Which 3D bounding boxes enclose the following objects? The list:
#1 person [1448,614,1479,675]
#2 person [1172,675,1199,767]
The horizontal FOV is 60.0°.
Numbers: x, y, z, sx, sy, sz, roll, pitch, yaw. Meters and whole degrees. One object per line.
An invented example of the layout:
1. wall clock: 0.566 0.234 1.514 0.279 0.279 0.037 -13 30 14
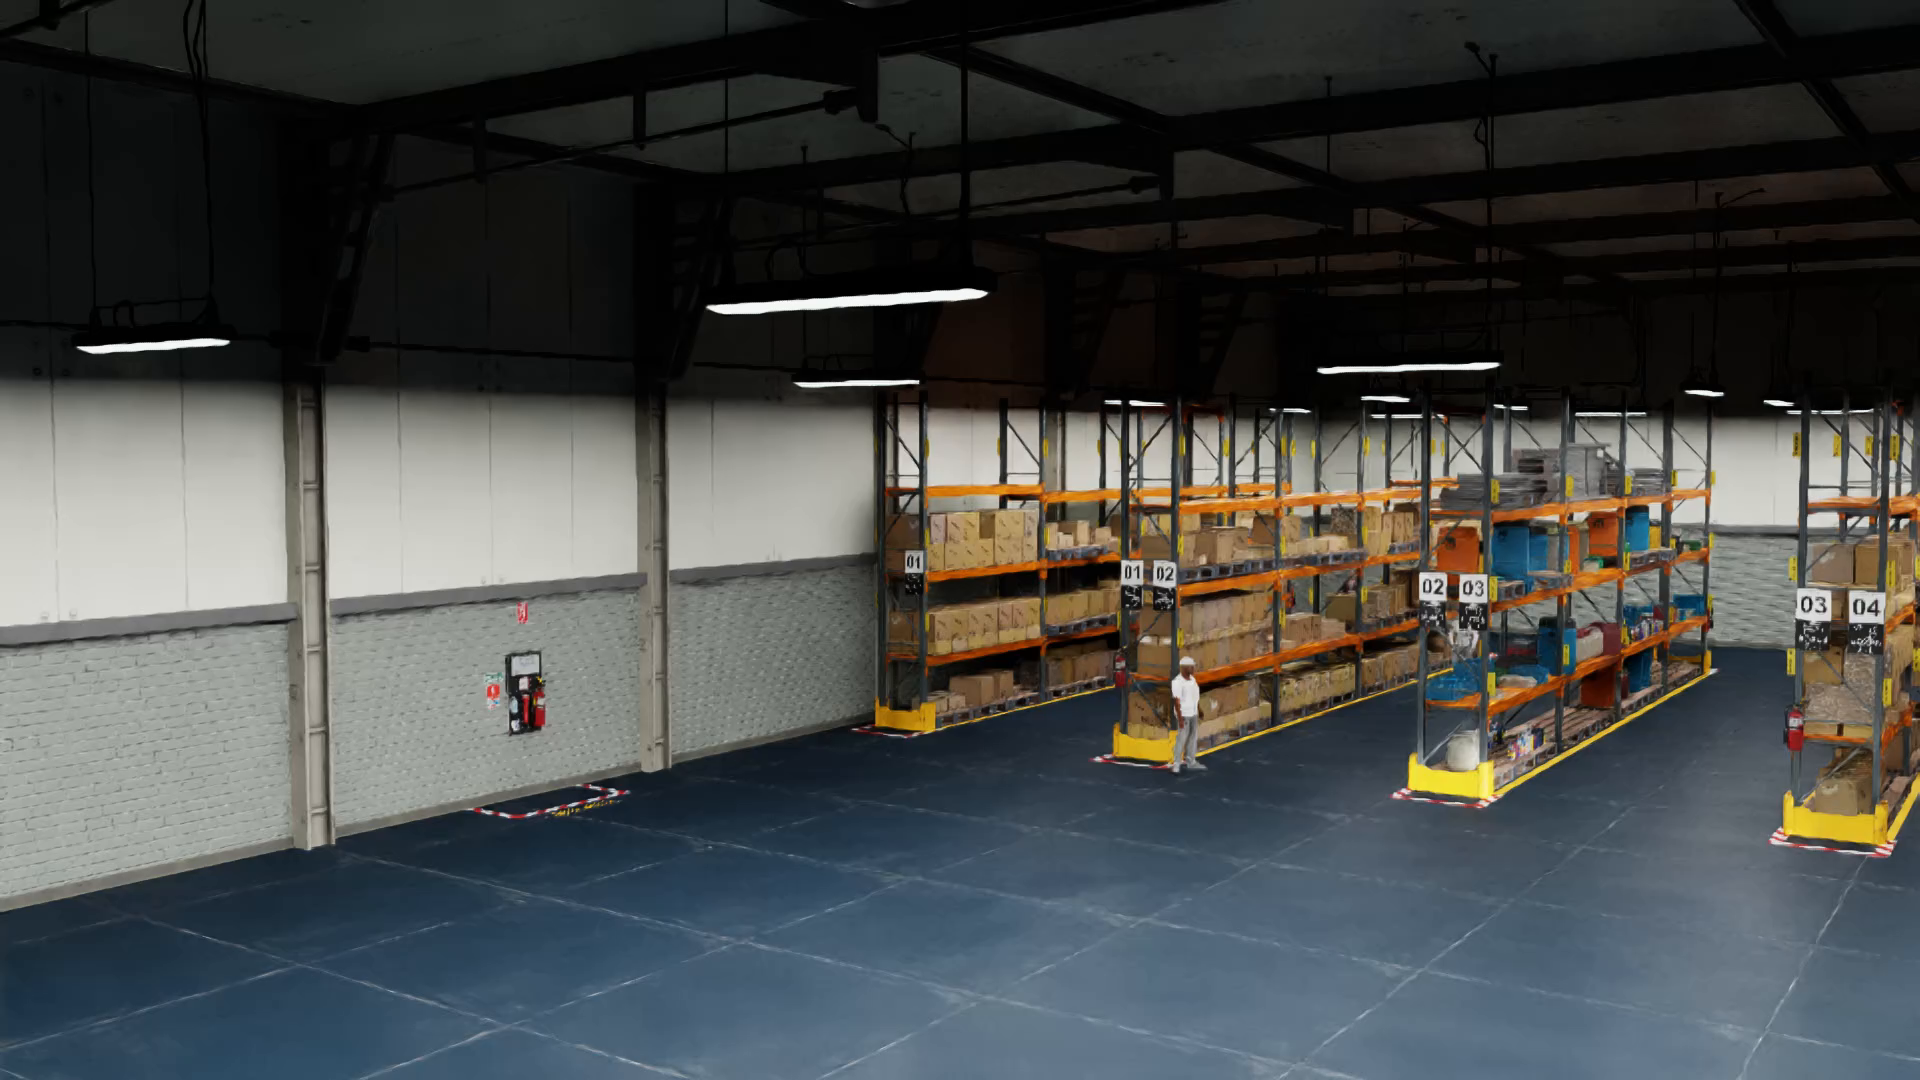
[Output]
1. person: 10.663 2.253 35.233 0.639 1.604 0.497 2 4 32
2. person: 3.475 2.779 25.587 0.335 1.437 0.609 3 4 40
